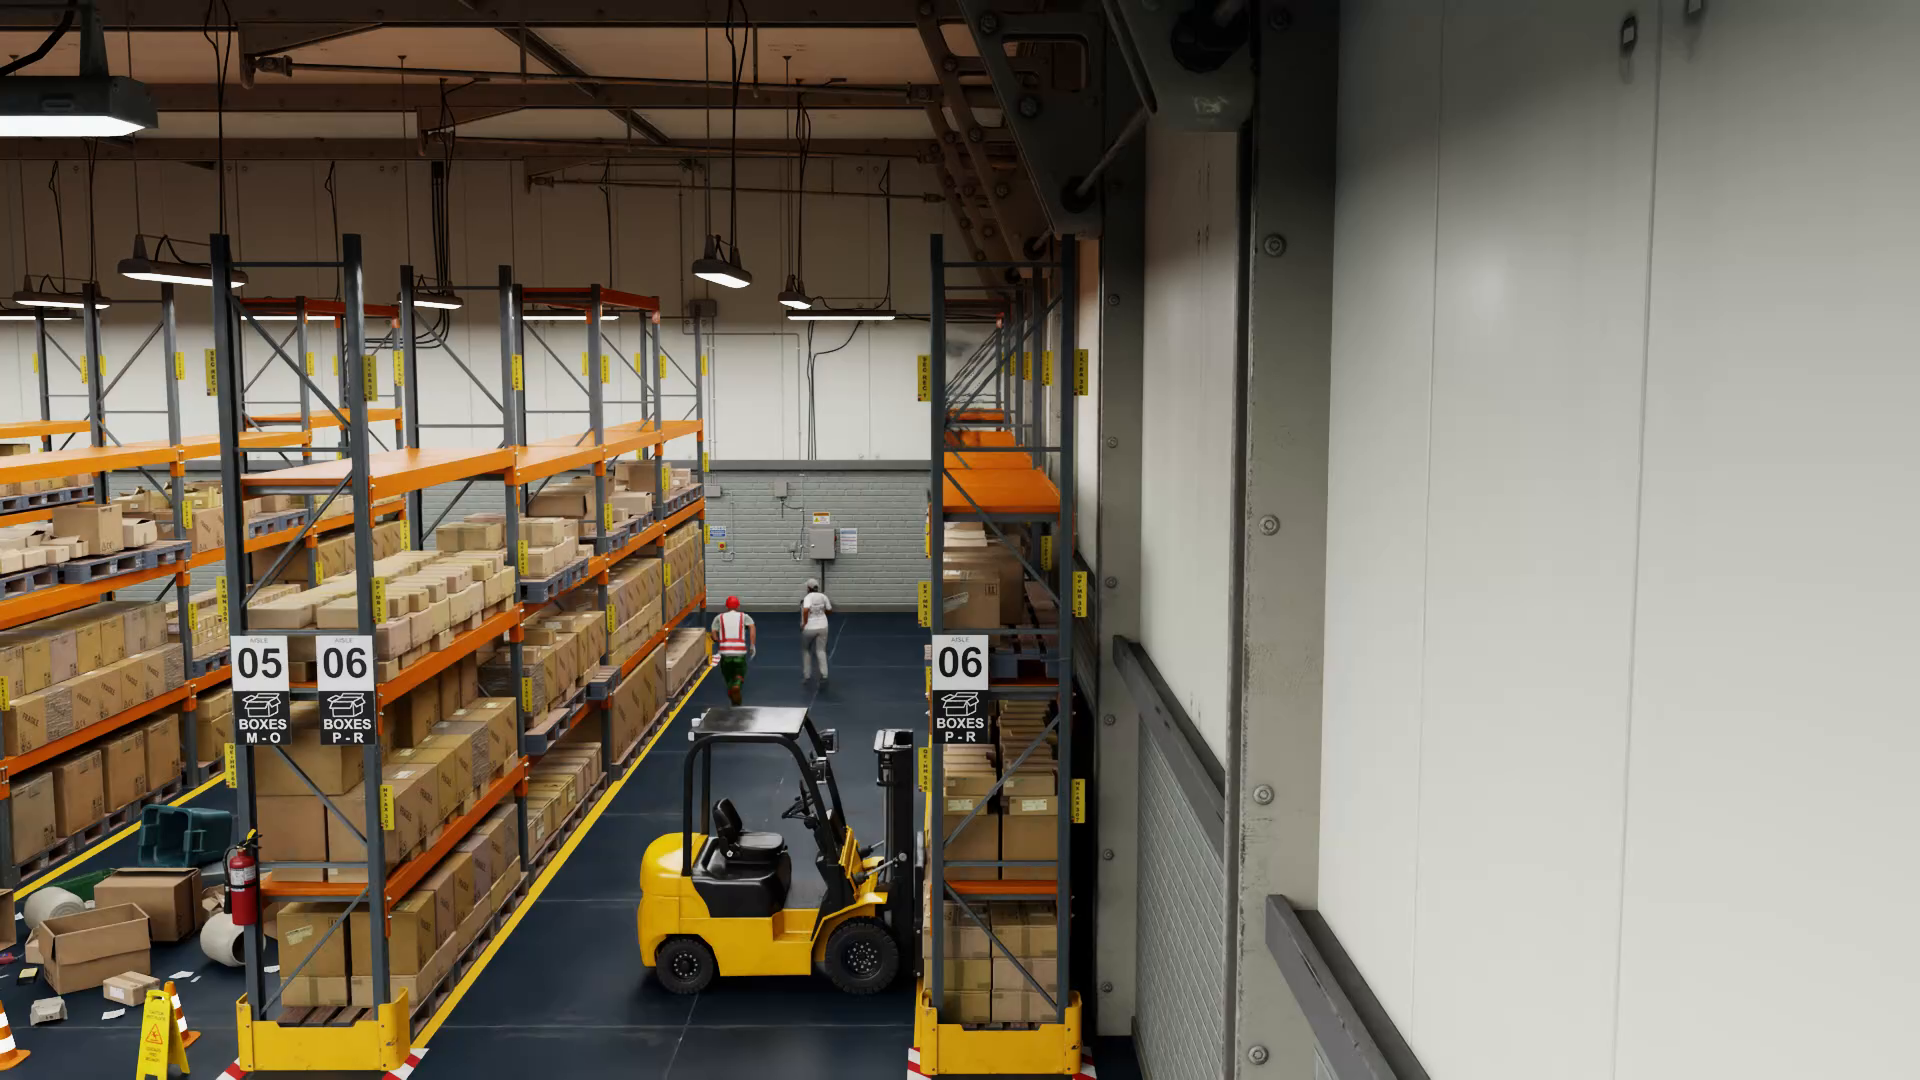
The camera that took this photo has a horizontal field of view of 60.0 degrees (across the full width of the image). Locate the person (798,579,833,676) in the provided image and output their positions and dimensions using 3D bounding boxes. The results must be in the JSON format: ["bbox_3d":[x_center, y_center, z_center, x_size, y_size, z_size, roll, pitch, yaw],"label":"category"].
[{"bbox_3d":[-2.256,1.389,26.137,0.582,1.565,0.727,-3,7,-24],"label":"person"}]

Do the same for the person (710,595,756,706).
[{"bbox_3d":[-3.278,1.677,24.084,0.653,1.710,0.761,-1,6,-9],"label":"person"}]
